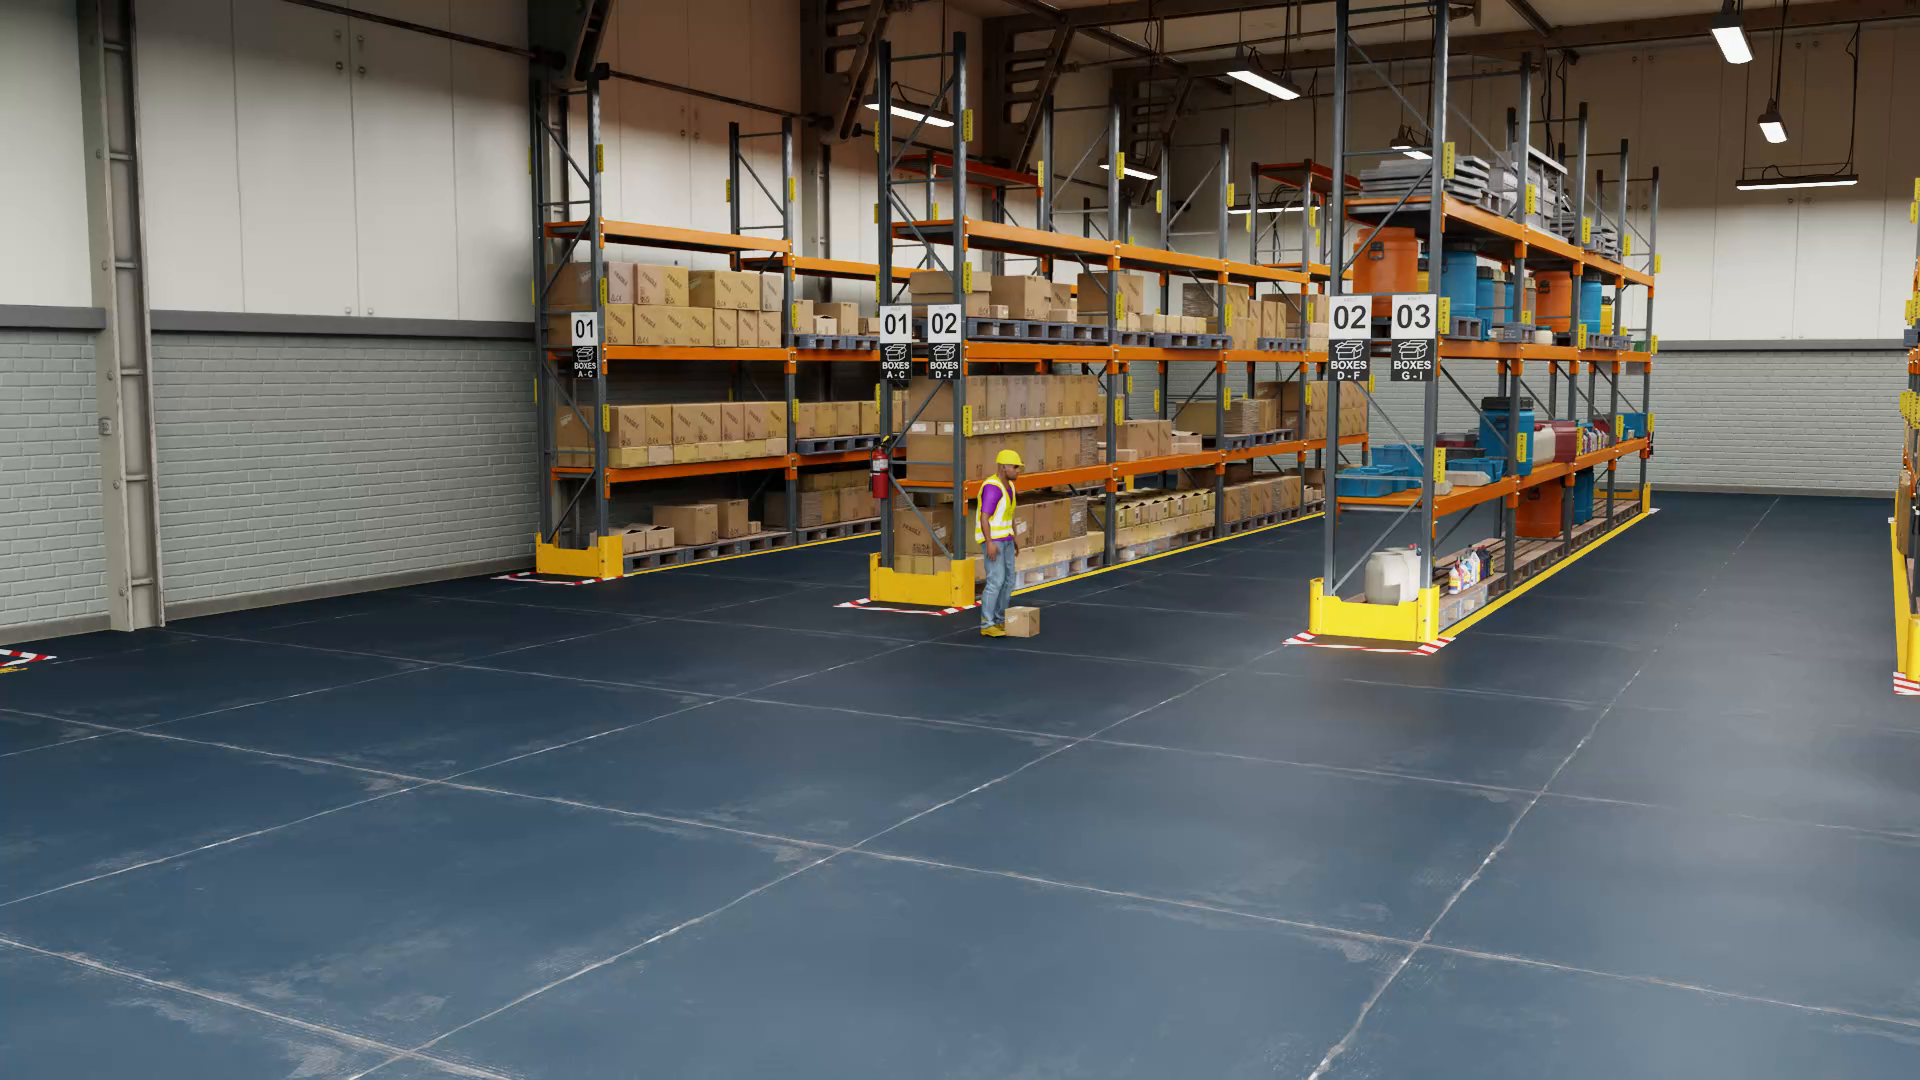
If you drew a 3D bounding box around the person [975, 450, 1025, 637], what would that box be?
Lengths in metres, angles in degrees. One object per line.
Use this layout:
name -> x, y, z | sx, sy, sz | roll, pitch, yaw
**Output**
person -> 0.393, 0.018, 15.876 | 0.459, 1.761, 0.638 | 3, 7, 27
